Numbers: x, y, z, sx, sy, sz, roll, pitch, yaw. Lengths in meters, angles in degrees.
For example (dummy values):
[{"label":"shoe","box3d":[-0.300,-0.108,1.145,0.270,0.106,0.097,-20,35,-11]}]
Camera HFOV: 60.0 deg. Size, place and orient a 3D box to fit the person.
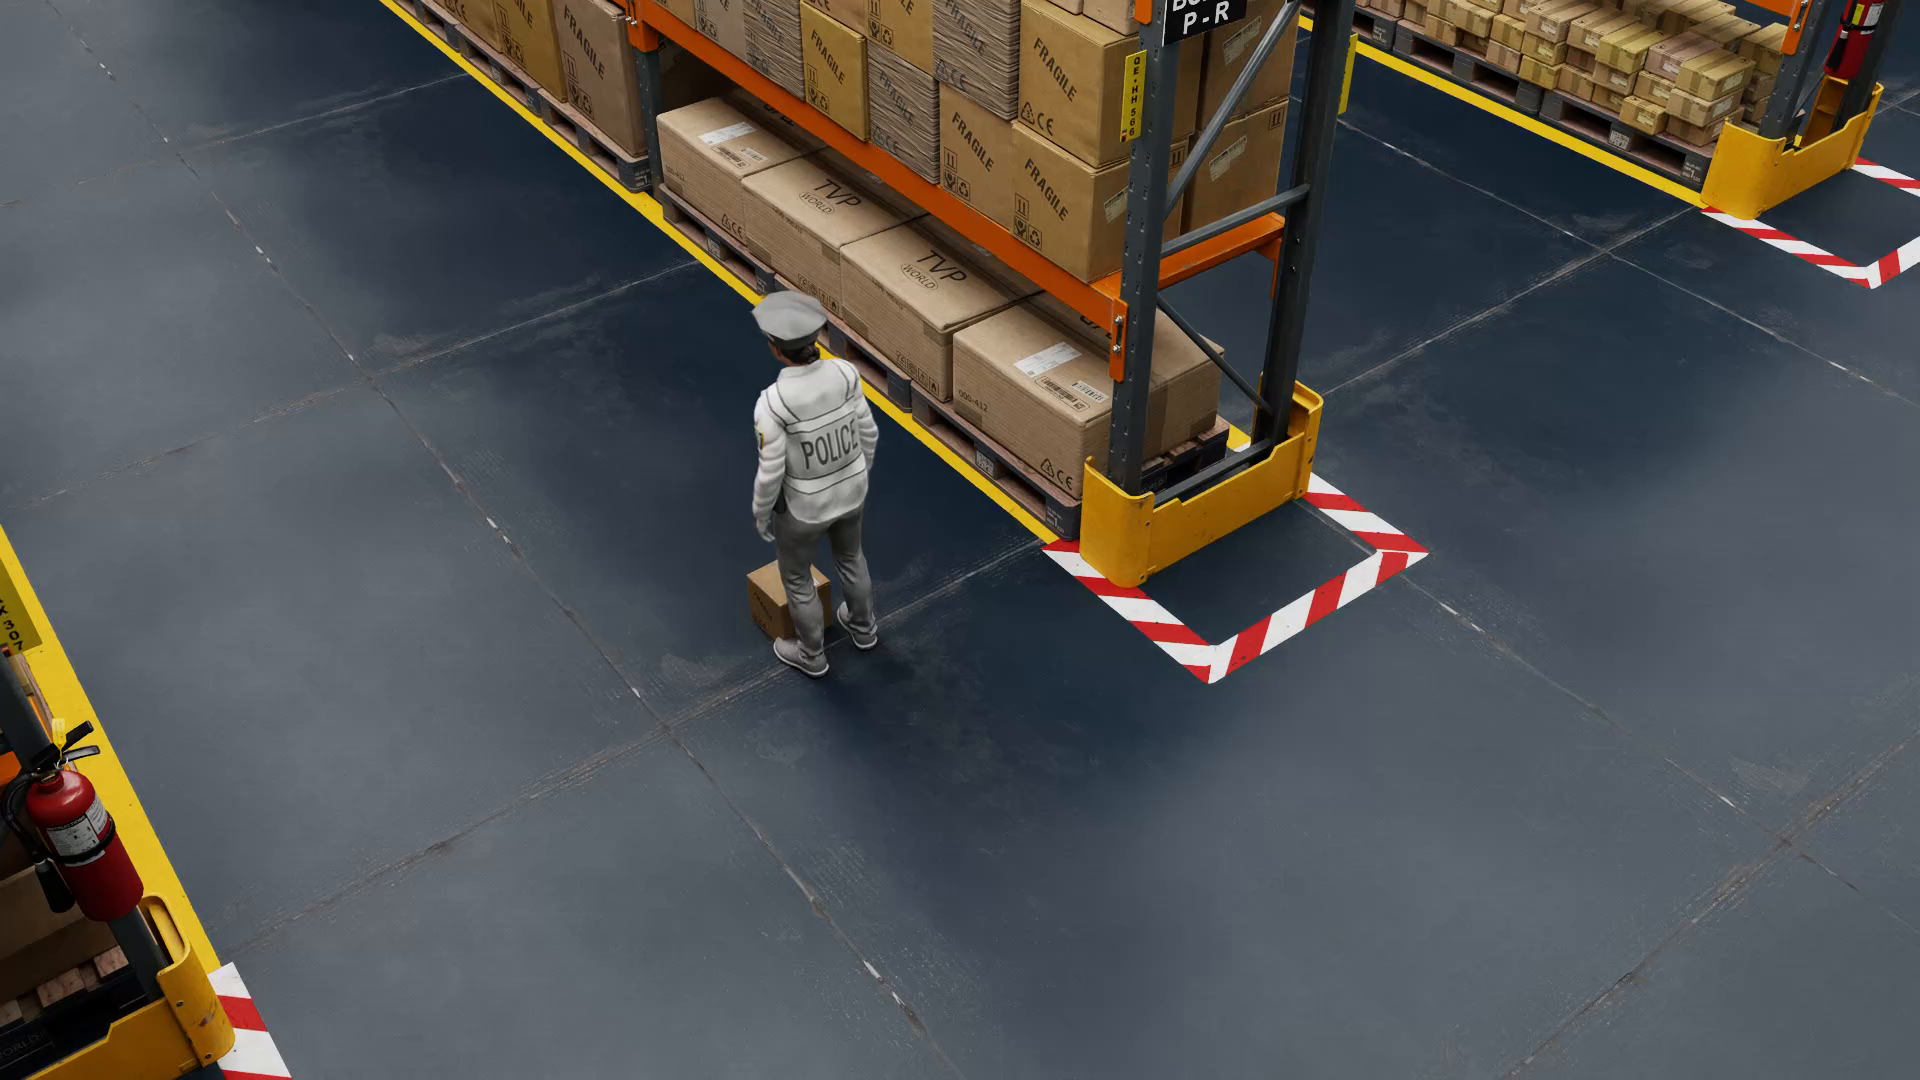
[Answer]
[{"label":"person","box3d":[-0.551,-0.167,6.350,0.529,1.663,0.374,-26,47,-27]}]
